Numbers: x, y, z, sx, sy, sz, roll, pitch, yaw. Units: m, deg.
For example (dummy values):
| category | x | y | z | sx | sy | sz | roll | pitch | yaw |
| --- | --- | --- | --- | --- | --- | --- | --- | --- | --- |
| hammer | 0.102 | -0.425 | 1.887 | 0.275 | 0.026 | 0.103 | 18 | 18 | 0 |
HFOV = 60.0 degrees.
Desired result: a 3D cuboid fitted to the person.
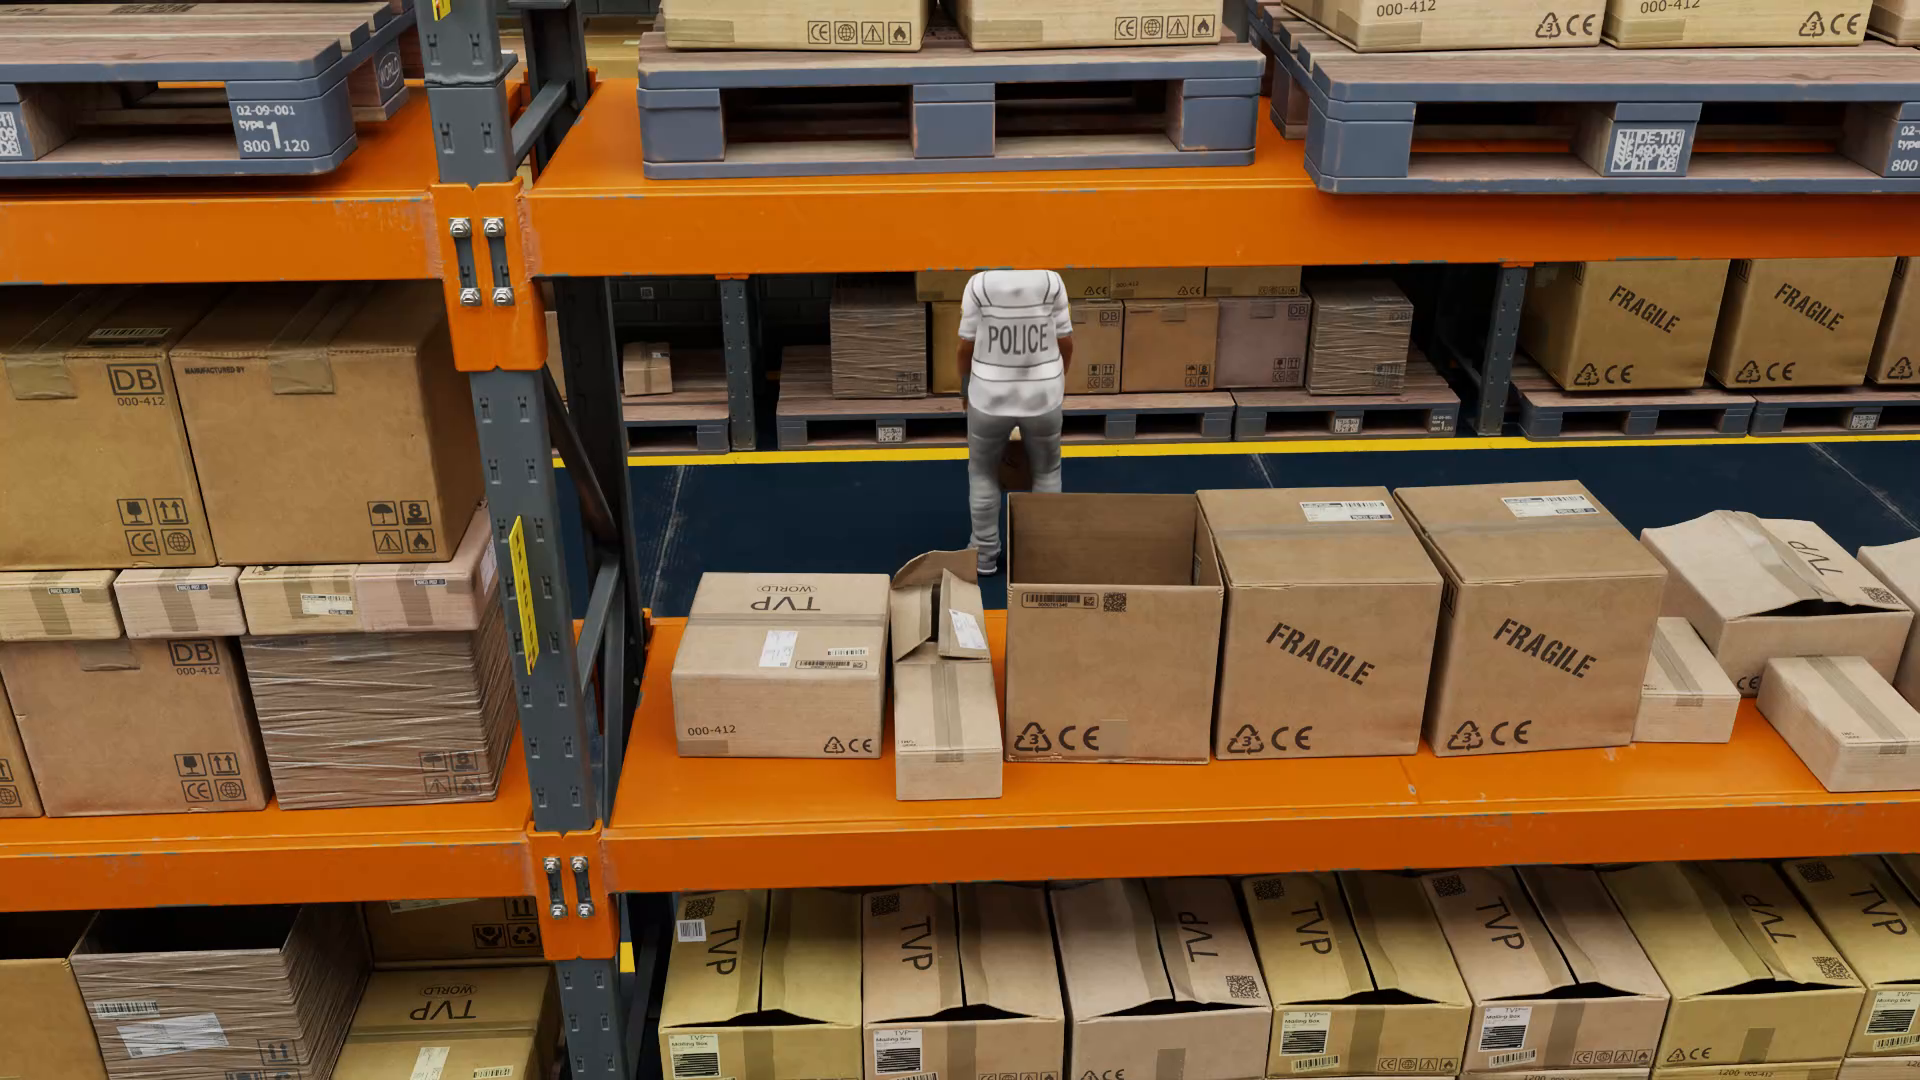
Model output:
| category | x | y | z | sx | sy | sz | roll | pitch | yaw |
| --- | --- | --- | --- | --- | --- | --- | --- | --- | --- |
| person | 0.244 | -0.628 | 7.304 | 0.528 | 1.669 | 0.443 | -2 | 28 | -4 |
